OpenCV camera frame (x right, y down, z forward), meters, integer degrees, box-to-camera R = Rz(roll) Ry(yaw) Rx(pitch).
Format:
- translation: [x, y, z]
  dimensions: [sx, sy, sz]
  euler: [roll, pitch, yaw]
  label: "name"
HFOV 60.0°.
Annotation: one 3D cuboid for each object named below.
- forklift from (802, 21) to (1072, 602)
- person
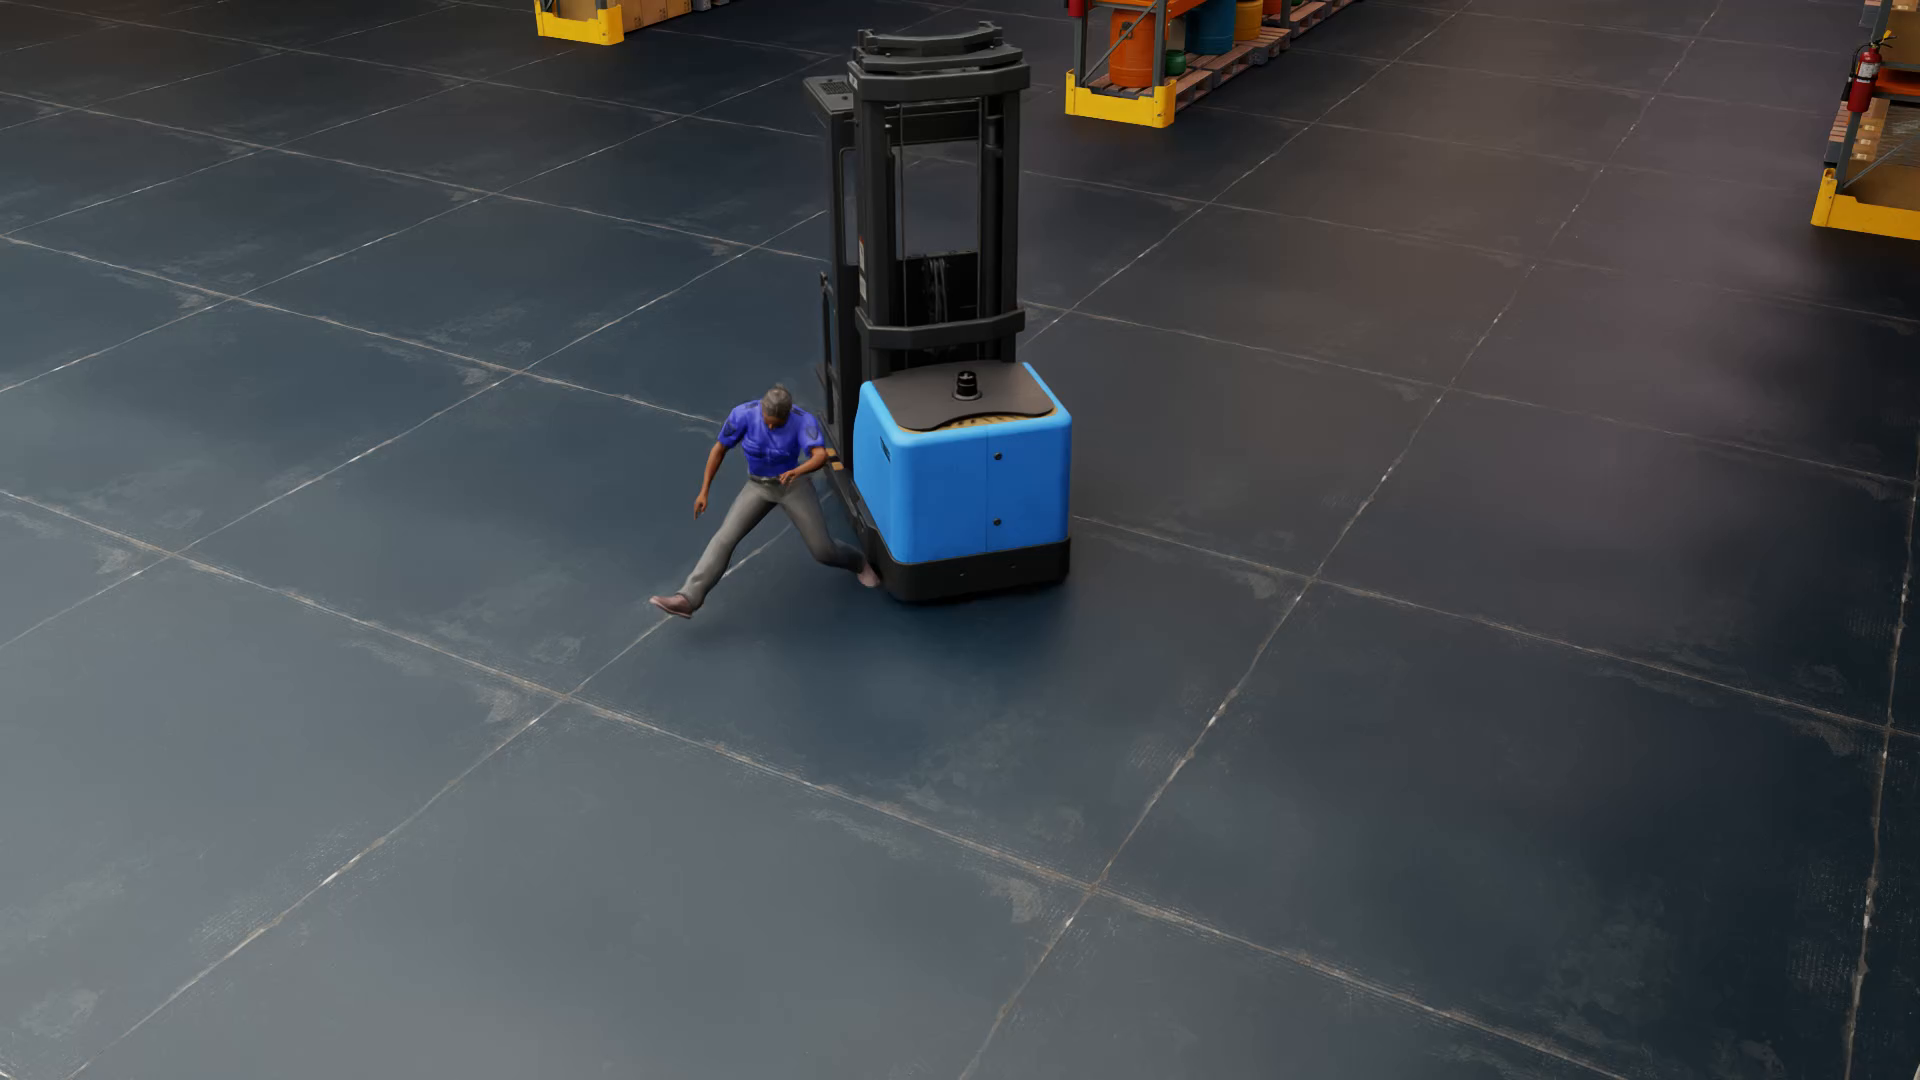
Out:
- translation: [-0.275, -1.651, 9.930]
  dimensions: [1.130, 2.935, 3.031]
  euler: [-8, 31, -14]
  label: "forklift"
- translation: [-1.048, -0.172, 9.021]
  dimensions: [1.038, 1.372, 1.108]
  euler: [6, 31, 10]
  label: "person"
